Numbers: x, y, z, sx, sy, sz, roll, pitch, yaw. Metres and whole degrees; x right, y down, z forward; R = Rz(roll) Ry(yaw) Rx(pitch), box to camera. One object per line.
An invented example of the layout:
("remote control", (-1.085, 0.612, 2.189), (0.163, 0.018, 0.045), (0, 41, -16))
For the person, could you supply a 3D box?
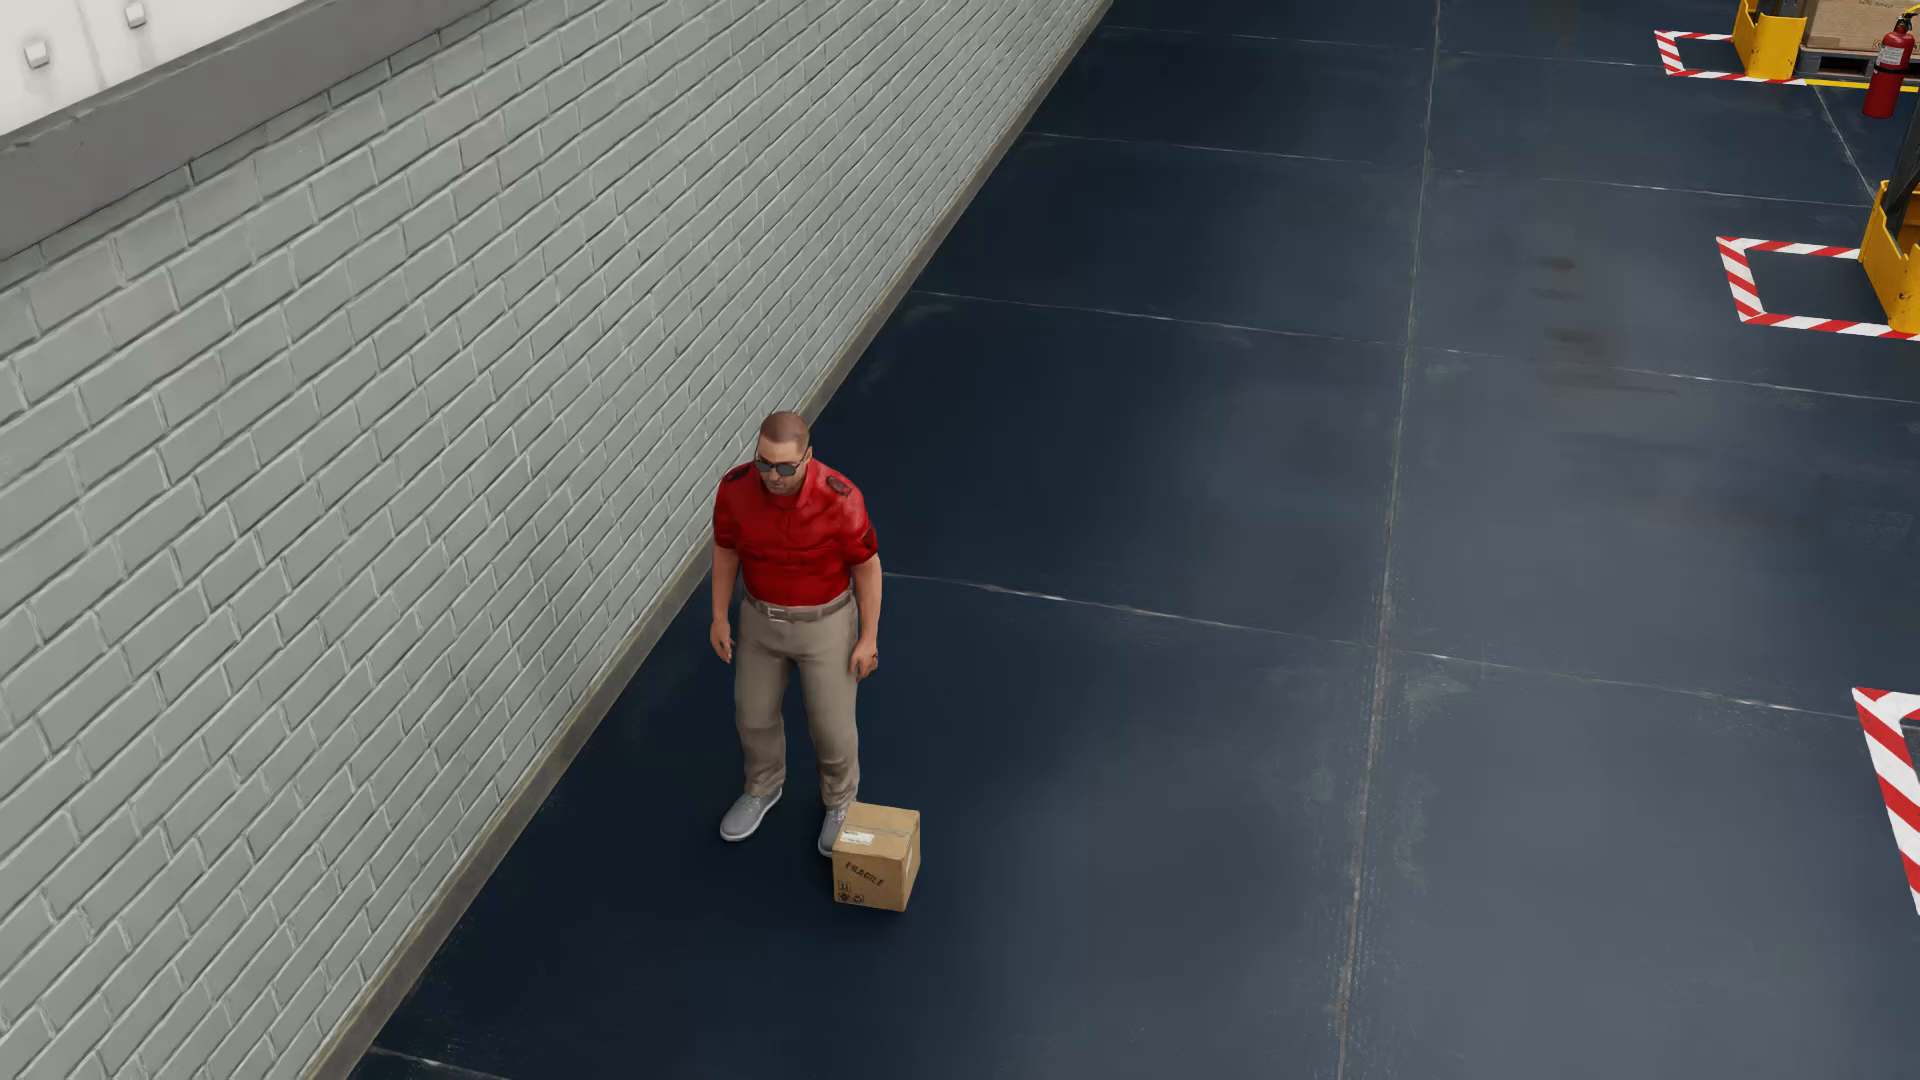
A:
("person", (-0.560, 0.305, 5.675), (0.596, 1.727, 0.384), (7, 33, 11))
